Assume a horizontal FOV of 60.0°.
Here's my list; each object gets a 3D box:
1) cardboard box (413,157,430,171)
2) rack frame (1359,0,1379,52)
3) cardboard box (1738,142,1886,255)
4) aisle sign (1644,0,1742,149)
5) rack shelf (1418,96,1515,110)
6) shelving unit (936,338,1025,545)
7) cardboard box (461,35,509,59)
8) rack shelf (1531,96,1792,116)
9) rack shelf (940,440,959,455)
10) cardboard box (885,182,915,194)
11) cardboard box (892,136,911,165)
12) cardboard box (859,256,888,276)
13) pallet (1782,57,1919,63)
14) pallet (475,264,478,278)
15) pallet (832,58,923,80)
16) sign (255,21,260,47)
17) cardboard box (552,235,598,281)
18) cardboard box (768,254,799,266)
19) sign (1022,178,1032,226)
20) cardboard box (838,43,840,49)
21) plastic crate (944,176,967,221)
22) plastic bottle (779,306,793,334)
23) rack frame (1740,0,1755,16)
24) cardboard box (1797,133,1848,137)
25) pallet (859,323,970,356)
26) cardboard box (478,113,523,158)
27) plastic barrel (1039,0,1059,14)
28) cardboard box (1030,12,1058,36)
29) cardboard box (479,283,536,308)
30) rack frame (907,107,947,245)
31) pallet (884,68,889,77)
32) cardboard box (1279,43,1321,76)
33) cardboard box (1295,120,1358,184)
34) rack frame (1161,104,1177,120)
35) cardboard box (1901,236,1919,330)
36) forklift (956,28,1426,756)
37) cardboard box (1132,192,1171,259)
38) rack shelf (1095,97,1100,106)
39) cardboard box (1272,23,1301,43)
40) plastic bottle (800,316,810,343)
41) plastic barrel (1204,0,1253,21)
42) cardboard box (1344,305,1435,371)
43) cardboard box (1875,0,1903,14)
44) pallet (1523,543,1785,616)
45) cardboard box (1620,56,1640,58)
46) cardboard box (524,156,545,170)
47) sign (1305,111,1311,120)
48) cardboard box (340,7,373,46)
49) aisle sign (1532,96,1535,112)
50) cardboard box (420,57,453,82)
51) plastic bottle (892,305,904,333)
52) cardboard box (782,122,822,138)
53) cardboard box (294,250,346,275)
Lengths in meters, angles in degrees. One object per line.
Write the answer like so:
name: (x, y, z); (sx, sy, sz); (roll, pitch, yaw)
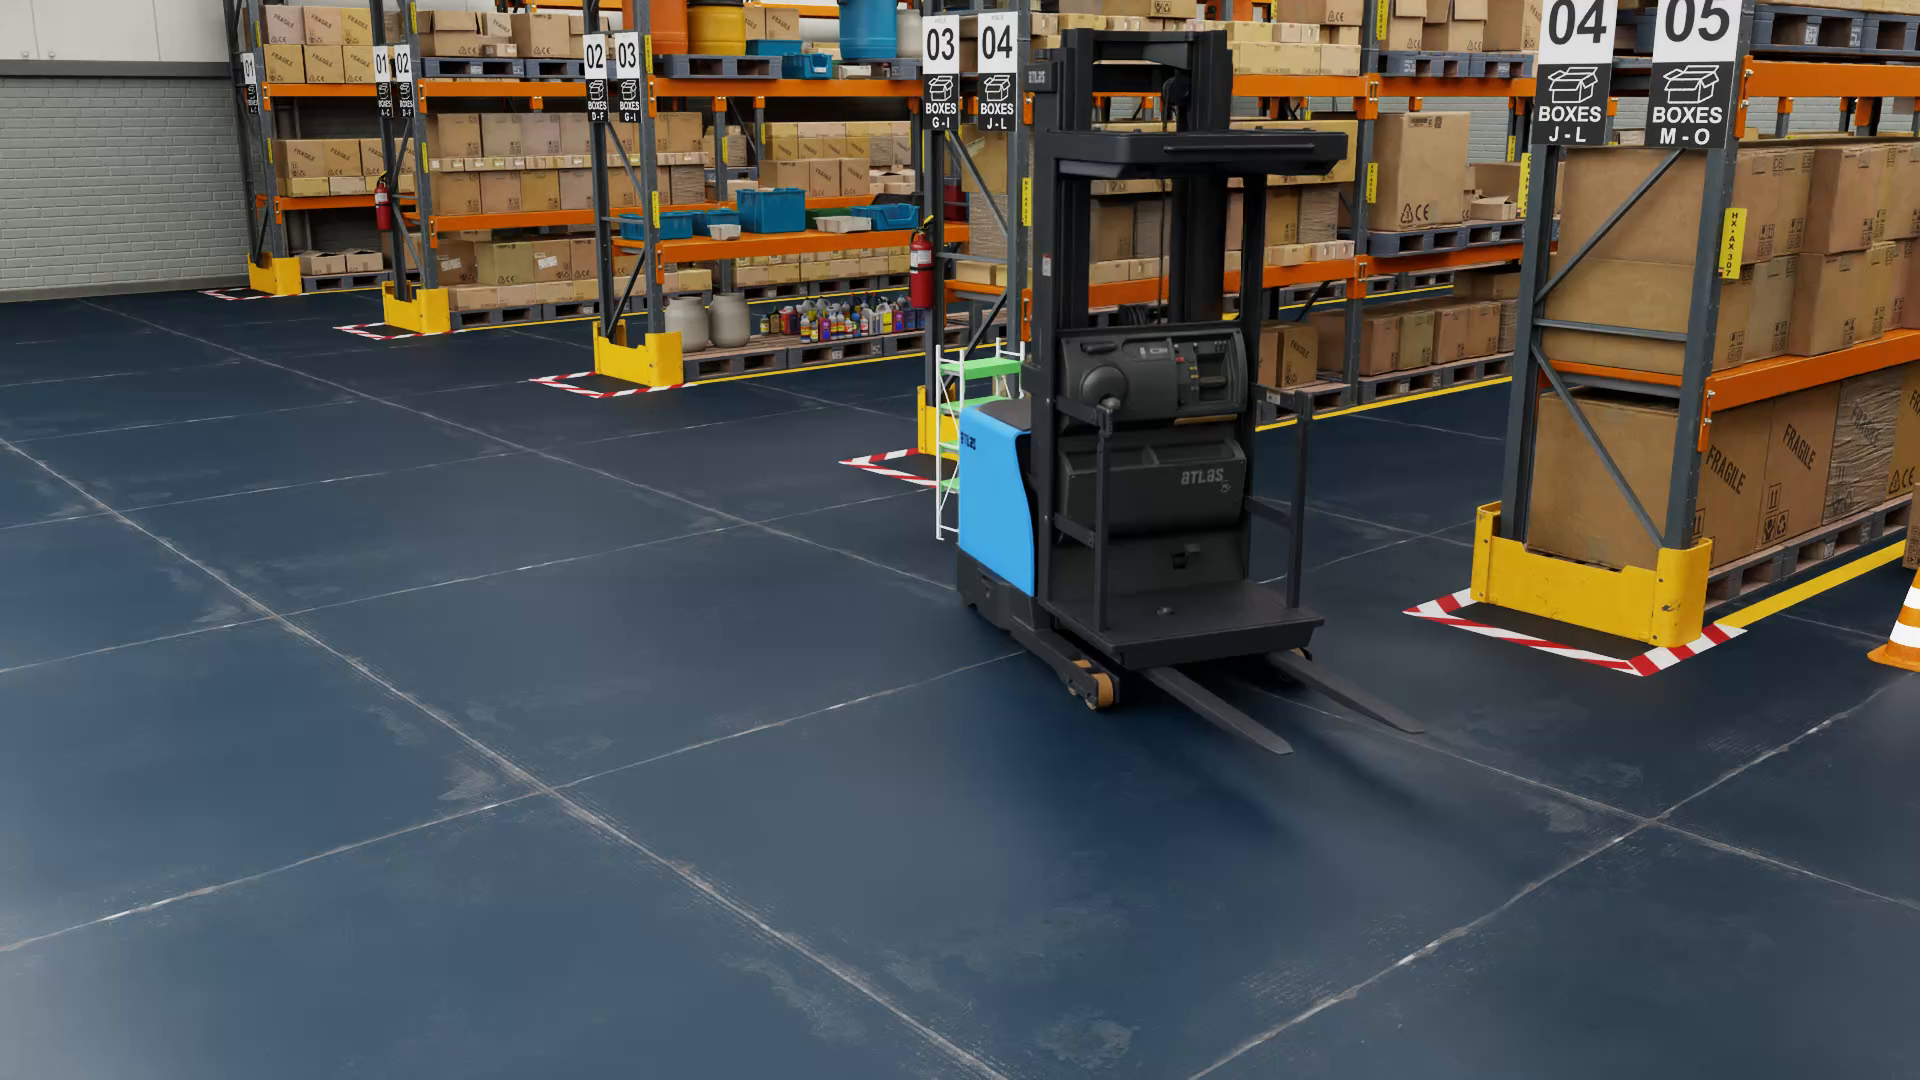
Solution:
cardboard box: (-6.230, -4.429, 19.567); (0.250, 0.149, 0.380); (-13, 20, -40)
rack frame: (3.124, -5.612, 13.822); (0.127, 3.000, 1.000); (-13, 19, -39)
cardboard box: (4.458, -1.882, 9.101); (0.550, 0.550, 0.875); (-13, 19, -39)
aisle sign: (3.430, -2.239, 7.782); (0.004, 0.787, 0.394); (-13, 19, -39)
rack shelf: (7.417, -6.473, 24.254); (4.000, 0.370, 1.077); (-13, 19, -39)
shelving unit: (0.125, -0.608, 10.200); (0.503, 1.200, 0.258); (-13, 19, -39)
cardboard box: (-5.698, -5.859, 19.765); (0.500, 0.250, 0.500); (-13, 19, -39)
rack shelf: (7.651, -4.832, 18.107); (4.000, 0.370, 1.077); (-13, 19, -39)
rack shelf: (0.125, -0.546, 10.217); (0.480, 0.148, 0.258); (-13, 19, -39)
cardboard box: (-0.855, -4.993, 23.616); (0.250, 0.149, 0.380); (-13, 19, -39)
cardboard box: (-1.156, -6.948, 29.639); (0.500, 0.500, 0.500); (-12, 19, -39)
cardboard box: (-1.363, -3.886, 23.499); (0.500, 0.250, 0.500); (-12, 19, -38)
pallet: (5.680, -3.001, 10.031); (1.213, 0.211, 1.003); (-13, 19, -39)
pallet: (-7.114, -4.139, 25.335); (1.213, 0.211, 1.003); (-13, 19, -39)
pallet: (-0.607, -4.895, 17.315); (1.003, 0.211, 1.213); (-13, 19, -39)
sign: (-9.292, -6.695, 21.995); (0.005, 0.325, 0.100); (-13, 19, -39)
cardboard box: (-4.709, -3.503, 20.613); (0.500, 0.500, 0.500); (-13, 19, -39)
cardboard box: (-2.519, -3.893, 22.441); (0.500, 0.311, 0.500); (-13, 20, -40)
sign: (0.463, -2.349, 11.553); (0.005, 0.325, 0.100); (-13, 19, -39)
cardboard box: (-2.129, -8.365, 28.895); (0.500, 0.500, 0.700); (-13, 20, -39)
plastic crate: (0.037, -3.850, 18.728); (0.583, 0.464, 0.402); (-13, 19, -39)
plastic bottle: (-1.839, -2.331, 17.588); (0.135, 0.276, 0.152); (-12, 19, -39)
rack frame: (3.286, -3.952, 7.606); (0.127, 3.000, 1.000); (-13, 19, -39)
cardboard box: (10.455, -4.705, 20.312); (0.500, 0.500, 0.500); (-13, 20, -41)
pallet: (-0.661, -2.225, 18.171); (1.213, 0.211, 1.003); (-13, 19, -39)
cardboard box: (-5.600, -4.816, 19.760); (0.500, 0.500, 0.700); (-13, 20, -41)
plastic barrel: (1.101, -5.719, 19.065); (0.708, 0.901, 0.600); (-13, 19, -39)
cardboard box: (0.466, -3.607, 11.647); (0.250, 0.149, 0.380); (-13, 20, -40)
cardboard box: (-5.468, -2.973, 20.080); (0.500, 0.250, 0.500); (-13, 19, -39)
rack frame: (-0.595, -6.962, 30.501); (0.127, 3.000, 1.000); (-13, 19, -39)
pallet: (-1.653, -6.356, 22.786); (1.213, 0.211, 1.003); (-12, 19, -37)
cardboard box: (2.551, -3.876, 13.426); (0.500, 0.250, 0.500); (-12, 19, -38)
cardboard box: (2.965, -3.259, 13.930); (0.500, 0.500, 0.500); (-13, 19, -39)
rack frame: (2.891, -4.355, 20.743); (0.127, 3.000, 1.000); (-13, 19, -39)
cardboard box: (5.633, -1.641, 10.290); (0.550, 0.550, 0.875); (-13, 19, -39)
forklift: (0.983, -0.779, 7.489); (1.130, 2.935, 3.031); (-6, 16, -20)
cardboard box: (1.244, -2.500, 13.027); (0.500, 0.500, 0.875); (-13, 19, -39)
rack shelf: (0.913, -8.402, 31.475); (4.000, 0.370, 1.077); (-13, 19, -39)
cardboard box: (2.483, -4.033, 13.242); (0.250, 0.149, 0.380); (-13, 20, -41)
plastic bottle: (-1.572, -2.141, 16.888); (0.097, 0.271, 0.097); (0, 15, 0)
plastic barrel: (3.321, -6.311, 20.604); (0.708, 0.830, 0.600); (-13, 19, -39)
cardboard box: (3.974, -1.895, 15.525); (0.500, 0.500, 0.700); (-13, 20, -40)
cardboard box: (4.708, -2.842, 8.743); (0.250, 0.149, 0.380); (-13, 20, -40)
pallet: (3.838, 0.143, 9.305); (1.213, 0.211, 1.003); (-13, 19, -39)
cardboard box: (6.555, -5.211, 17.118); (0.637, 0.503, 0.797); (-11, 19, -36)
cardboard box: (-5.178, -4.527, 19.933); (0.250, 0.149, 0.380); (-14, 20, -41)
sign: (6.026, -7.276, 28.822); (0.005, 0.325, 0.100); (-13, 19, -39)
cardboard box: (-8.407, -7.101, 23.040); (0.500, 0.500, 0.500); (-12, 19, -38)
aisle sign: (8.785, -7.037, 25.743); (0.004, 0.787, 0.394); (-13, 19, -39)
cardboard box: (-7.632, -6.796, 23.833); (0.500, 0.500, 0.500); (-14, 20, -41)
plastic bottle: (-0.664, -2.345, 17.626); (0.133, 0.283, 0.061); (-11, 19, -36)
cardboard box: (-2.696, -6.966, 28.255); (0.500, 0.250, 0.500); (-13, 20, -40)
cardboard box: (-9.067, -3.942, 23.553); (0.500, 0.311, 0.500); (13, 20, 41)
